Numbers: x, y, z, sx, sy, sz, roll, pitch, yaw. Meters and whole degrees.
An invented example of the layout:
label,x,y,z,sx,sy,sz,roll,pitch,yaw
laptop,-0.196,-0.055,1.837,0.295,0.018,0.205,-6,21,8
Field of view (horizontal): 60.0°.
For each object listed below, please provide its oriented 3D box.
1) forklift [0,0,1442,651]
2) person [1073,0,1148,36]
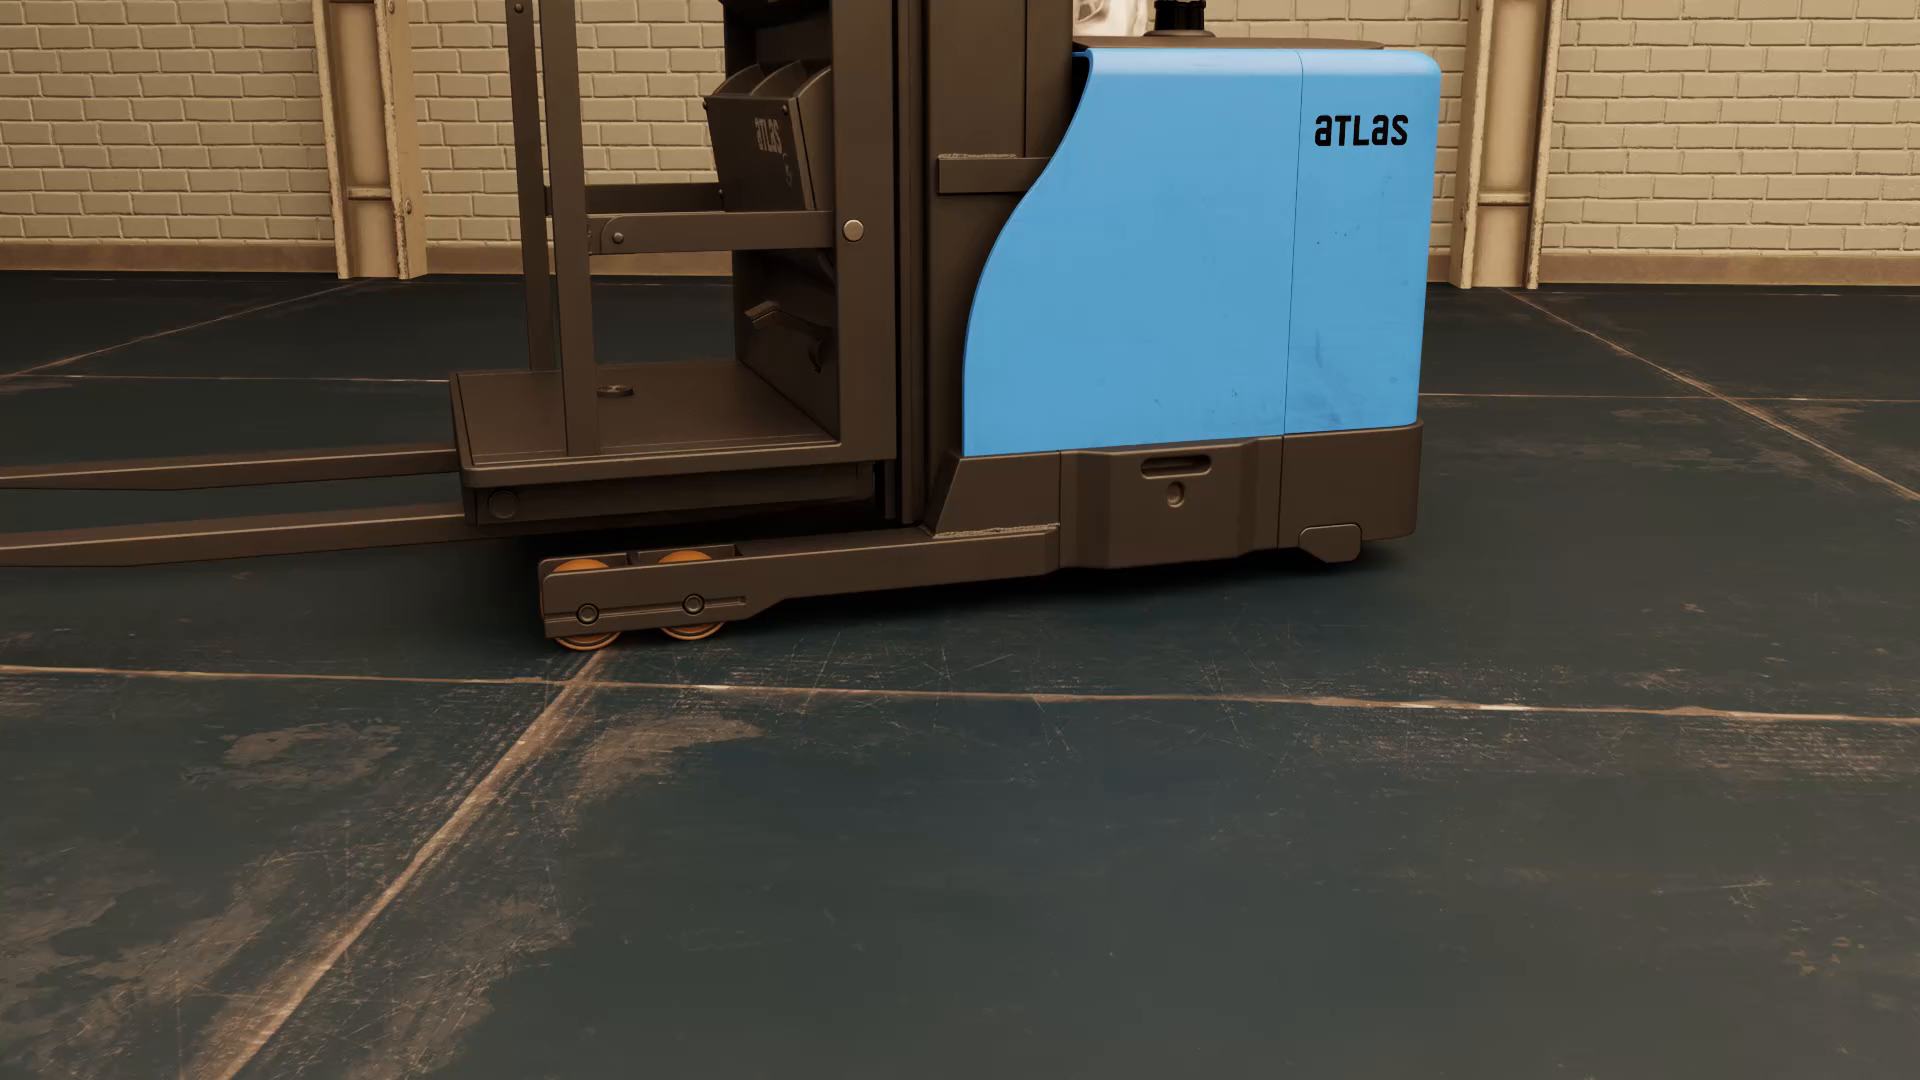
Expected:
label,x,y,z,sx,sy,sz,roll,pitch,yaw
forklift,-0.580,-1.366,3.251,3.031,2.935,1.130,-5,16,-17
person,0.477,-1.410,5.663,0.417,1.753,0.821,5,16,18
